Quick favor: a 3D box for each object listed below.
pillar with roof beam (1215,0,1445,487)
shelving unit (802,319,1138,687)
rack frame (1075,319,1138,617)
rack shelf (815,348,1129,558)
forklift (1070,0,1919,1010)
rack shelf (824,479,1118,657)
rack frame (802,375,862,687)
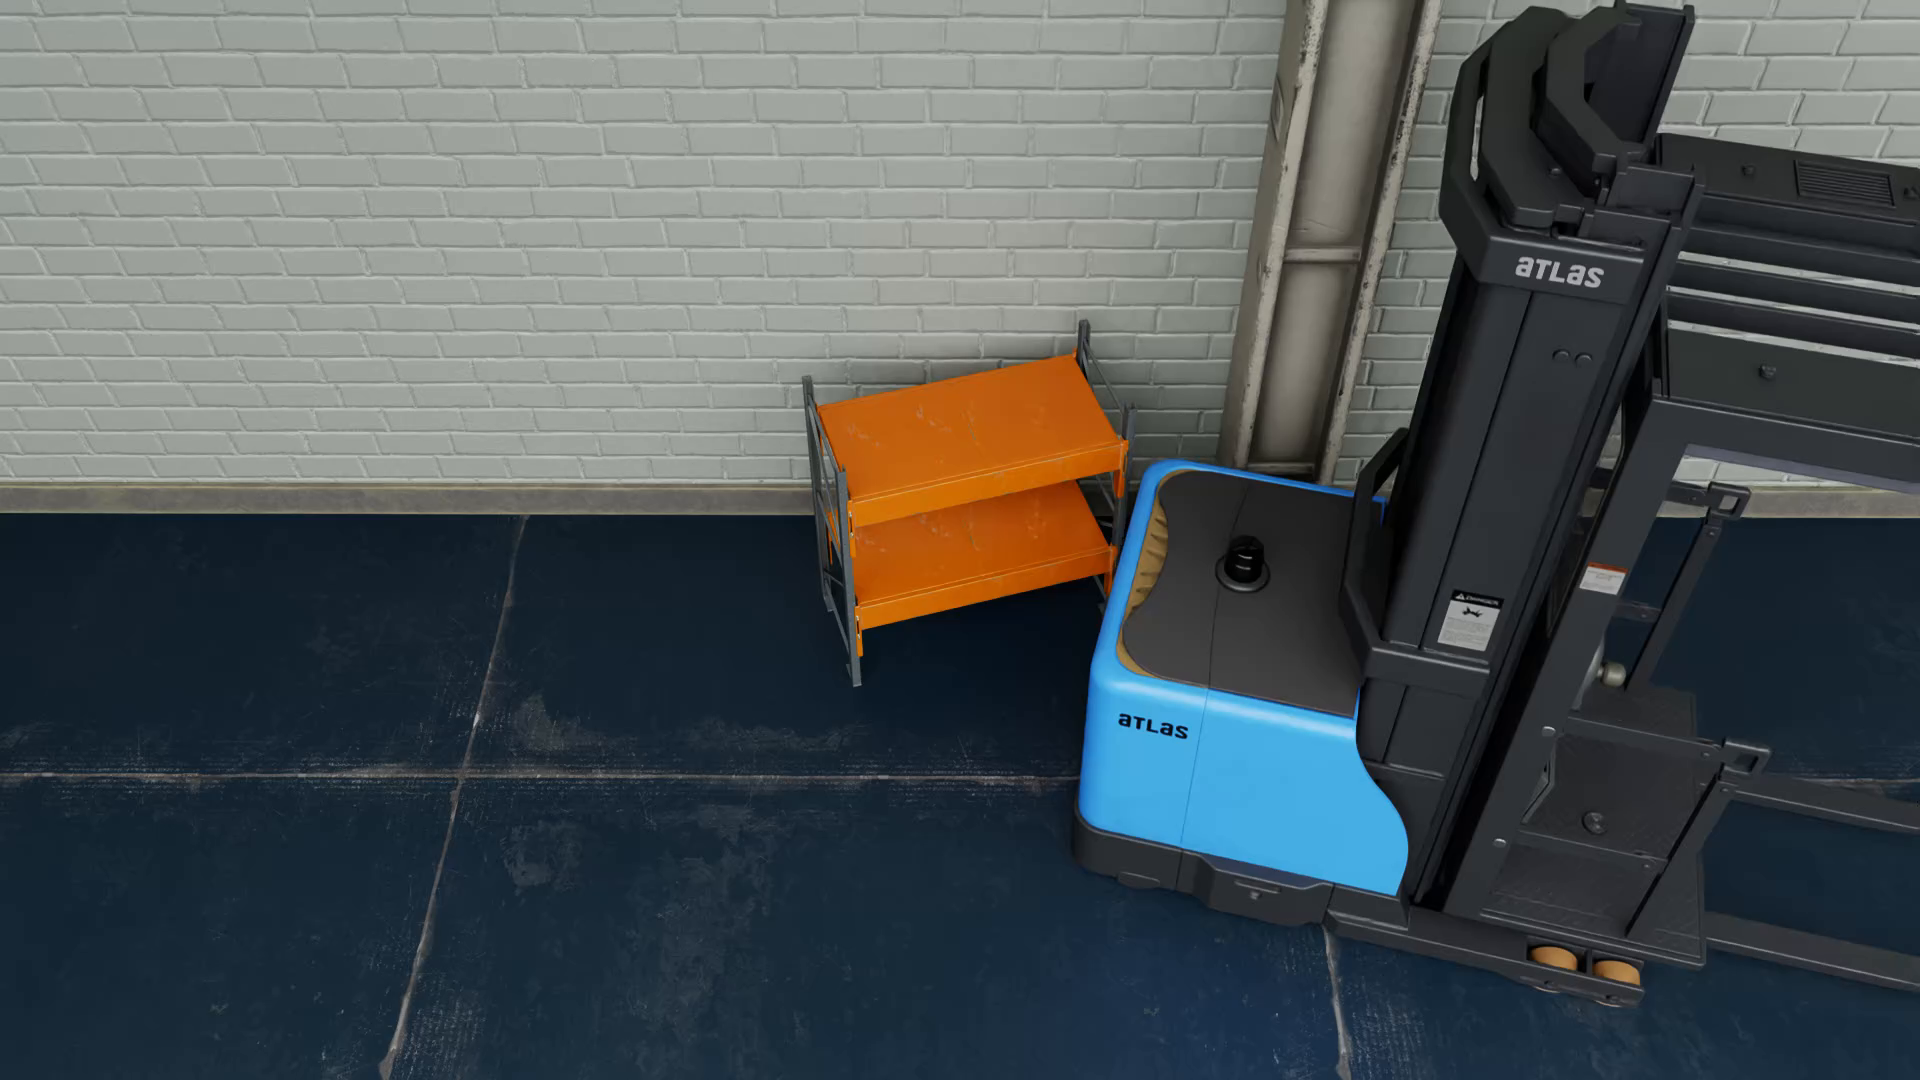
[{"bbox_3d":[1.204,0.073,0.534,0.400,9.000,9.100,0,47,0],"label":"pillar with roof beam"},{"bbox_3d":[0.027,-0.119,6.092,1.048,1.125,0.538,-13,48,-12],"label":"shelving unit"},{"bbox_3d":[0.513,-0.229,6.195,0.032,1.125,0.500,-13,48,-12],"label":"rack frame"},{"bbox_3d":[0.027,-0.318,5.878,1.000,0.278,0.538,-13,48,-12],"label":"rack shelf"},{"bbox_3d":[1.952,0.068,4.685,3.031,2.935,1.130,11,48,10],"label":"forklift"},{"bbox_3d":[0.027,0.048,6.271,1.000,0.278,0.538,-13,48,-12],"label":"rack shelf"},{"bbox_3d":[-0.458,-0.009,5.990,0.032,1.125,0.500,-13,48,-12],"label":"rack frame"}]
